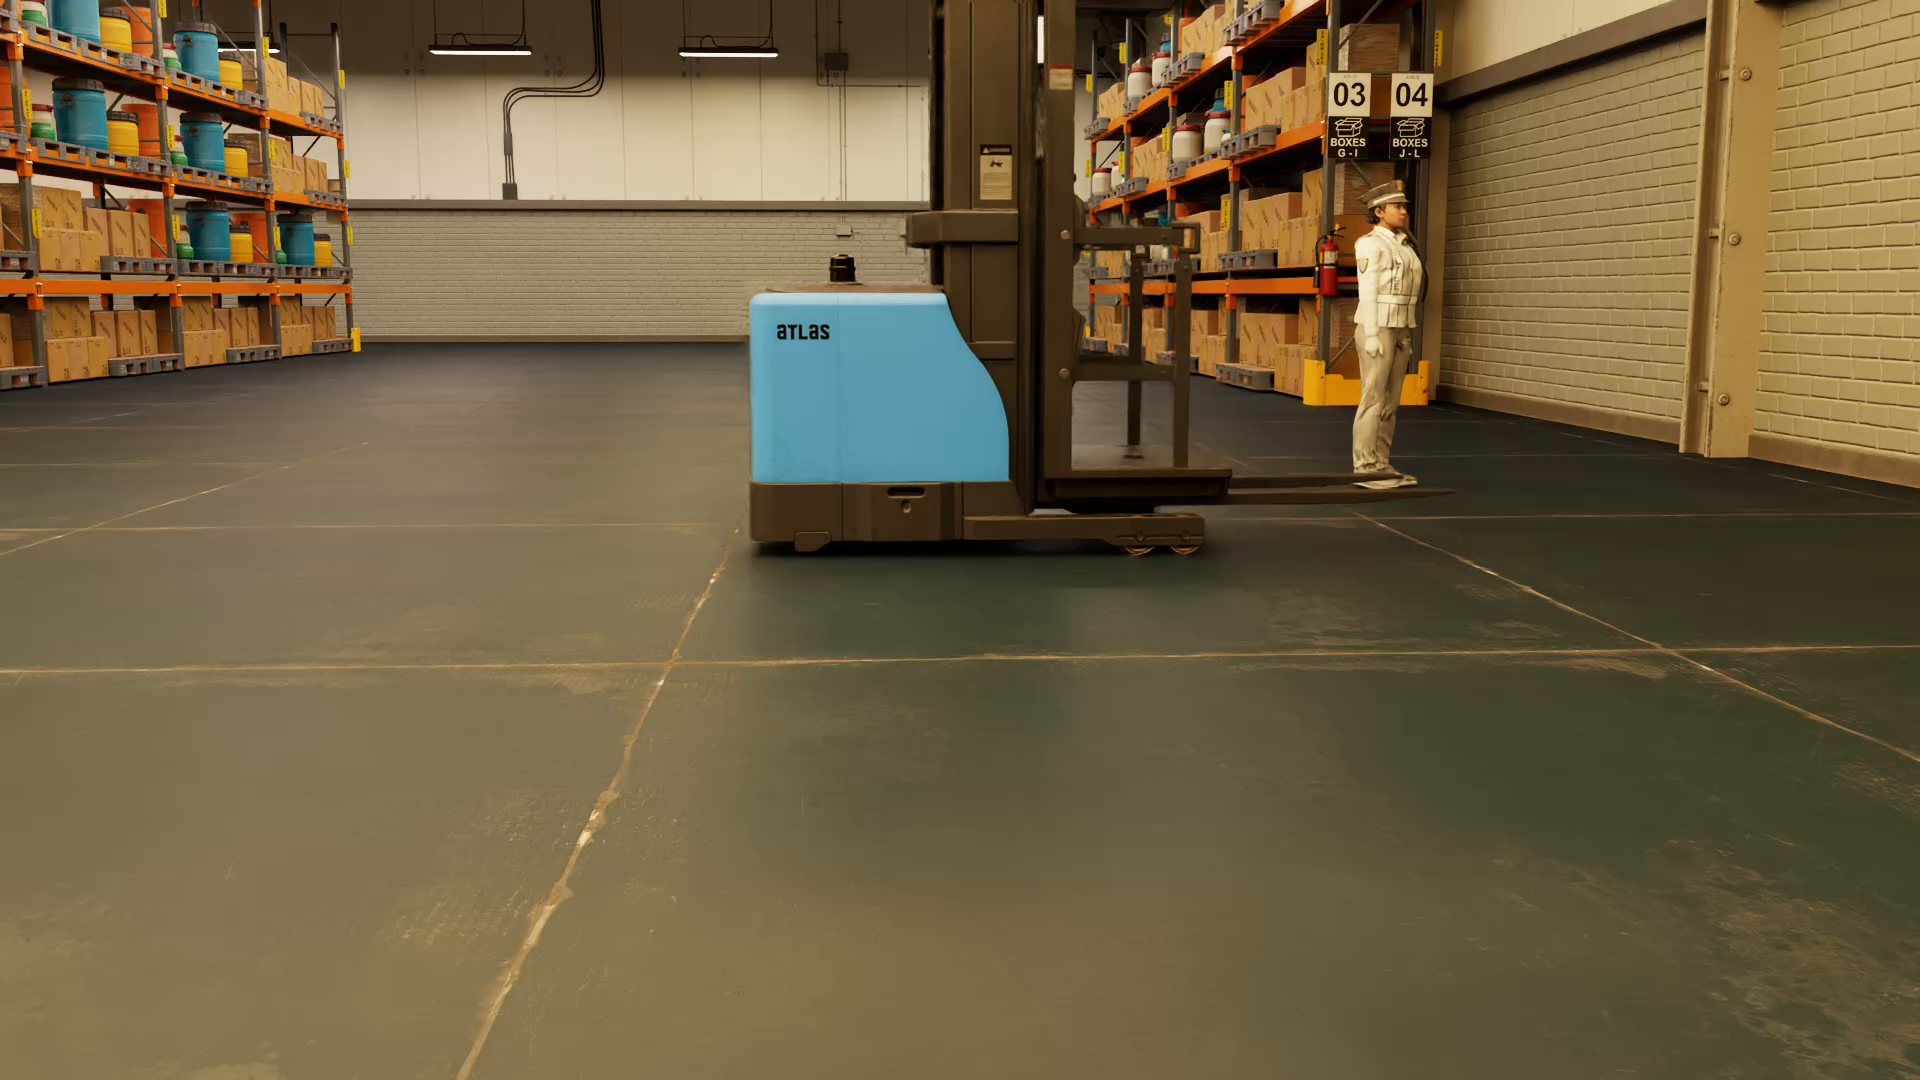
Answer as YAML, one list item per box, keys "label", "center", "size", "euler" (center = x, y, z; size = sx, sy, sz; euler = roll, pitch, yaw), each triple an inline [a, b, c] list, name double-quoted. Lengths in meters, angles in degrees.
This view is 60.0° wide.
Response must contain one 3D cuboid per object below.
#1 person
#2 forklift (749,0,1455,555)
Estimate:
- label: "person"
  center: [2.373, -1.140, 9.247]
  size: [0.359, 1.694, 0.460]
  euler: [7, 11, 39]
- label: "forklift"
  center: [0.605, -1.465, 7.200]
  size: [3.031, 2.935, 1.130]
  euler: [-1, 8, -5]
